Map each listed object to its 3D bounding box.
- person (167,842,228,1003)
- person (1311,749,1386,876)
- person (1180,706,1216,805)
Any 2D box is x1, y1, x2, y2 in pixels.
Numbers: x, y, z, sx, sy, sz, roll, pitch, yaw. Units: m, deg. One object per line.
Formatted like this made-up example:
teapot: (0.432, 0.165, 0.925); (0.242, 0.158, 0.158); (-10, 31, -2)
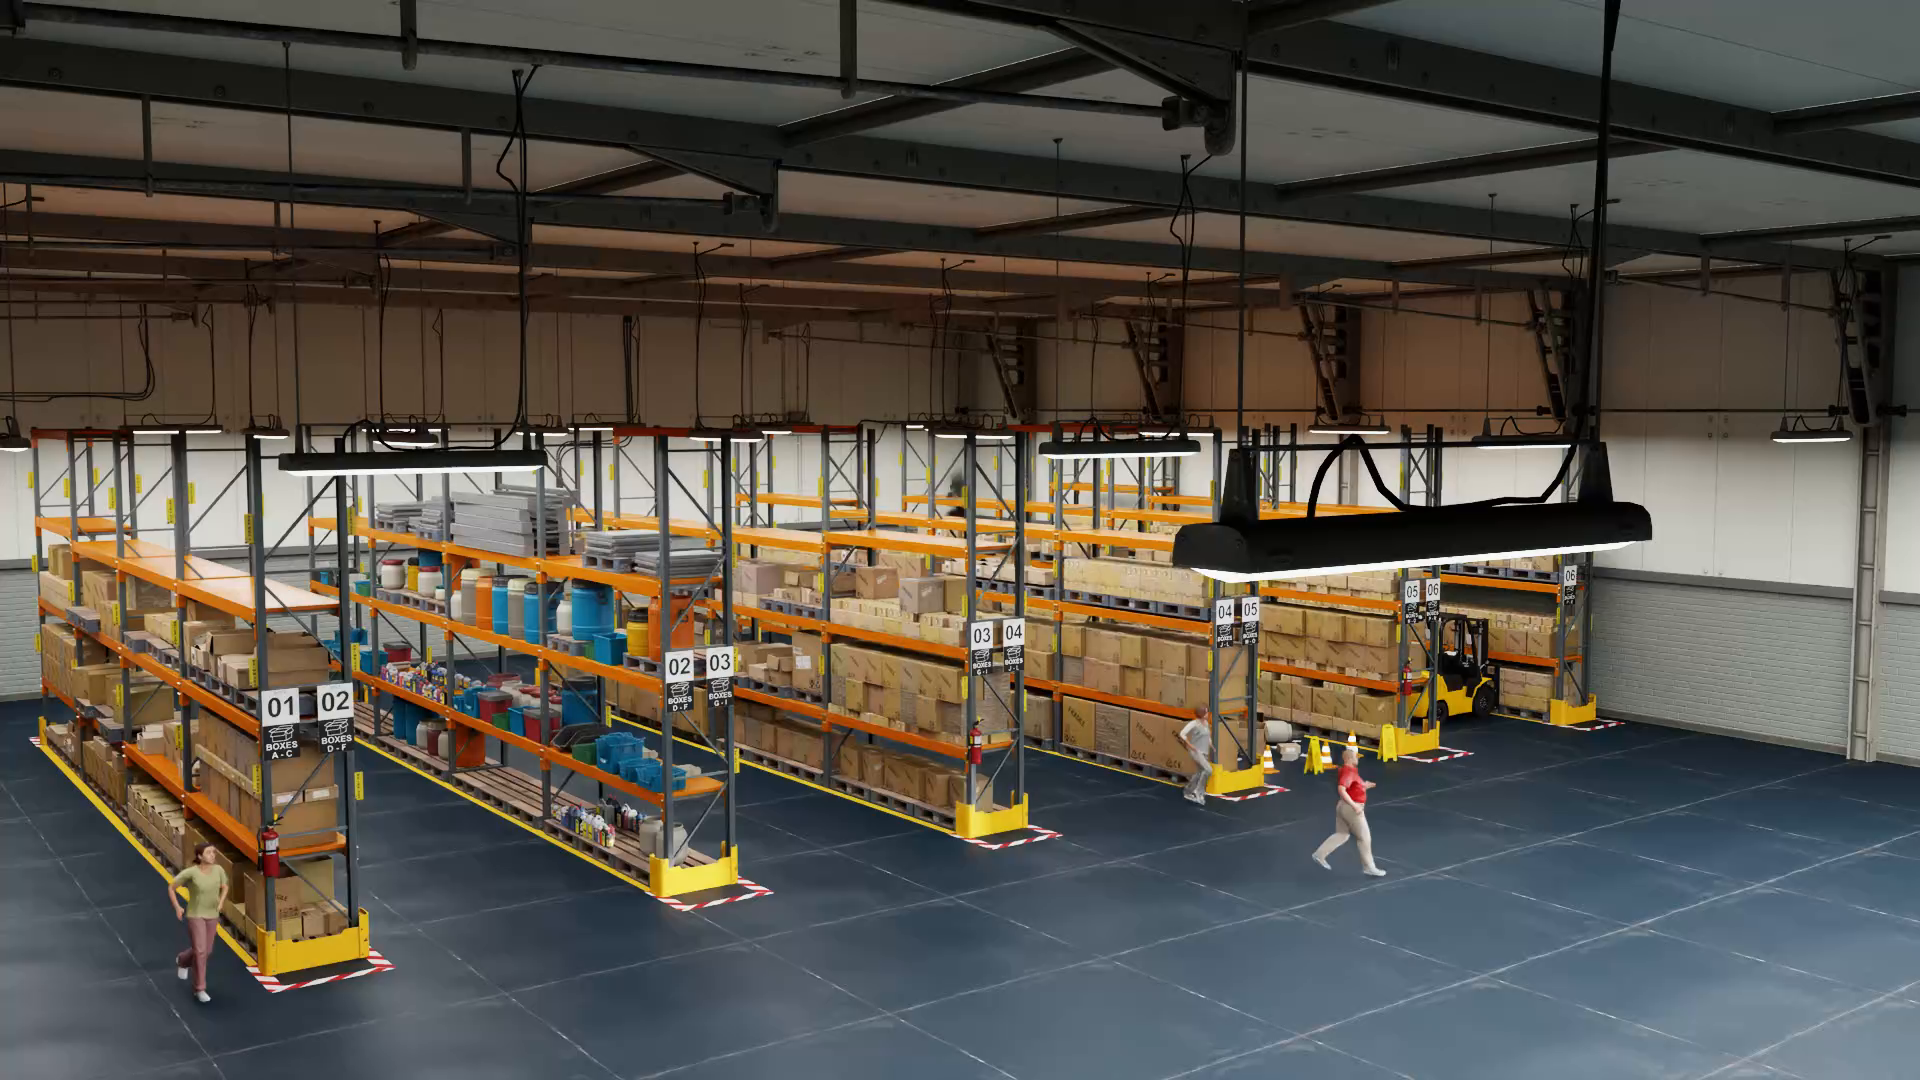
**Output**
person: (-8.249, 4.100, 18.094); (0.823, 1.649, 0.616); (4, 6, 39)
person: (5.278, 3.681, 22.505); (0.989, 1.716, 0.662); (-1, 5, -7)
person: (3.849, 3.444, 26.700); (0.612, 1.579, 0.549); (4, 6, 41)
